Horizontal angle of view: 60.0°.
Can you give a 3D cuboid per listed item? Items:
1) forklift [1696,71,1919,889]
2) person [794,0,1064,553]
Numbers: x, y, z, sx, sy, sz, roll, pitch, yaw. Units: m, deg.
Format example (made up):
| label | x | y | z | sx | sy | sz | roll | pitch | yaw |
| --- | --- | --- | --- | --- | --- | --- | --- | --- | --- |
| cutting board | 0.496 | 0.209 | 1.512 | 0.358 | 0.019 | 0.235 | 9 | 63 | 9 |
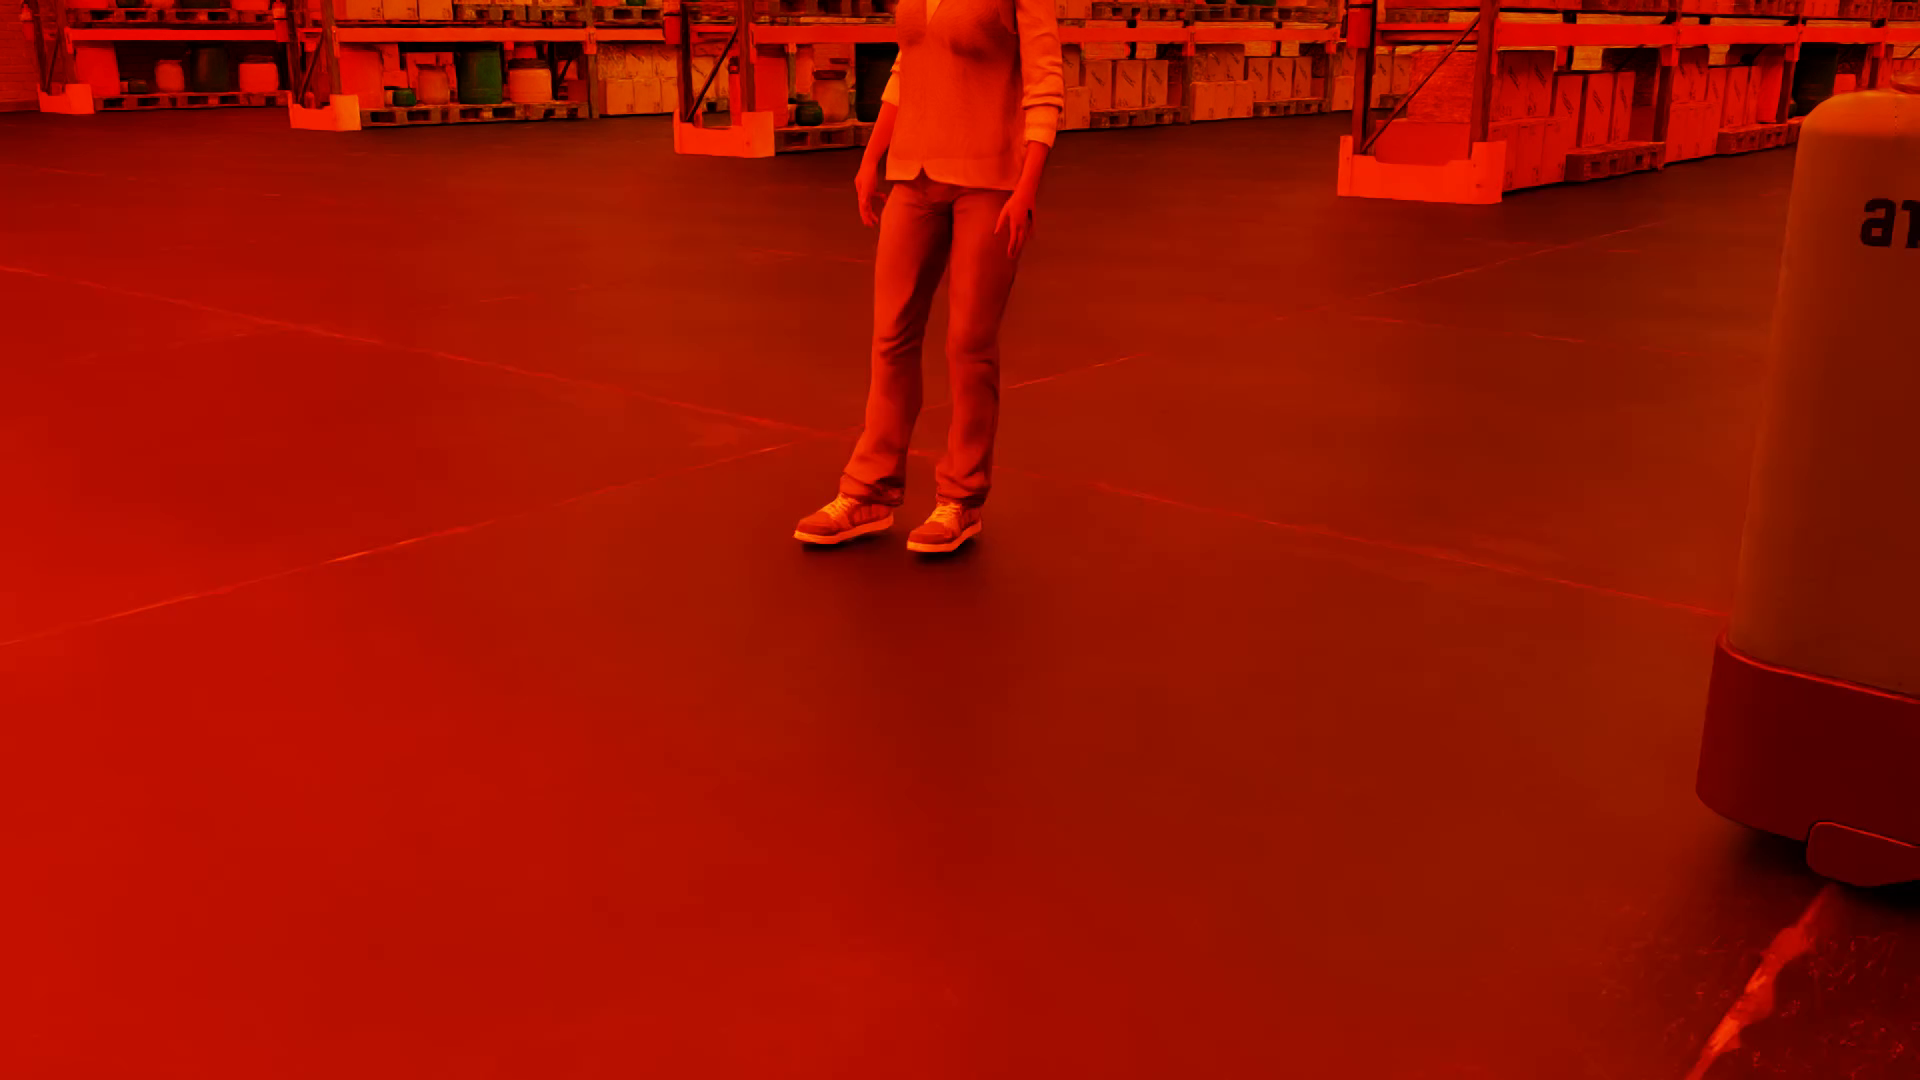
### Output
| label | x | y | z | sx | sy | sz | roll | pitch | yaw |
| --- | --- | --- | --- | --- | --- | --- | --- | --- | --- |
| forklift | 2.519 | -0.768 | 1.427 | 3.031 | 2.935 | 1.130 | 15 | 22 | 40 |
| person | -0.058 | -0.757 | 3.662 | 0.521 | 1.596 | 0.475 | 13 | 21 | 37 |
